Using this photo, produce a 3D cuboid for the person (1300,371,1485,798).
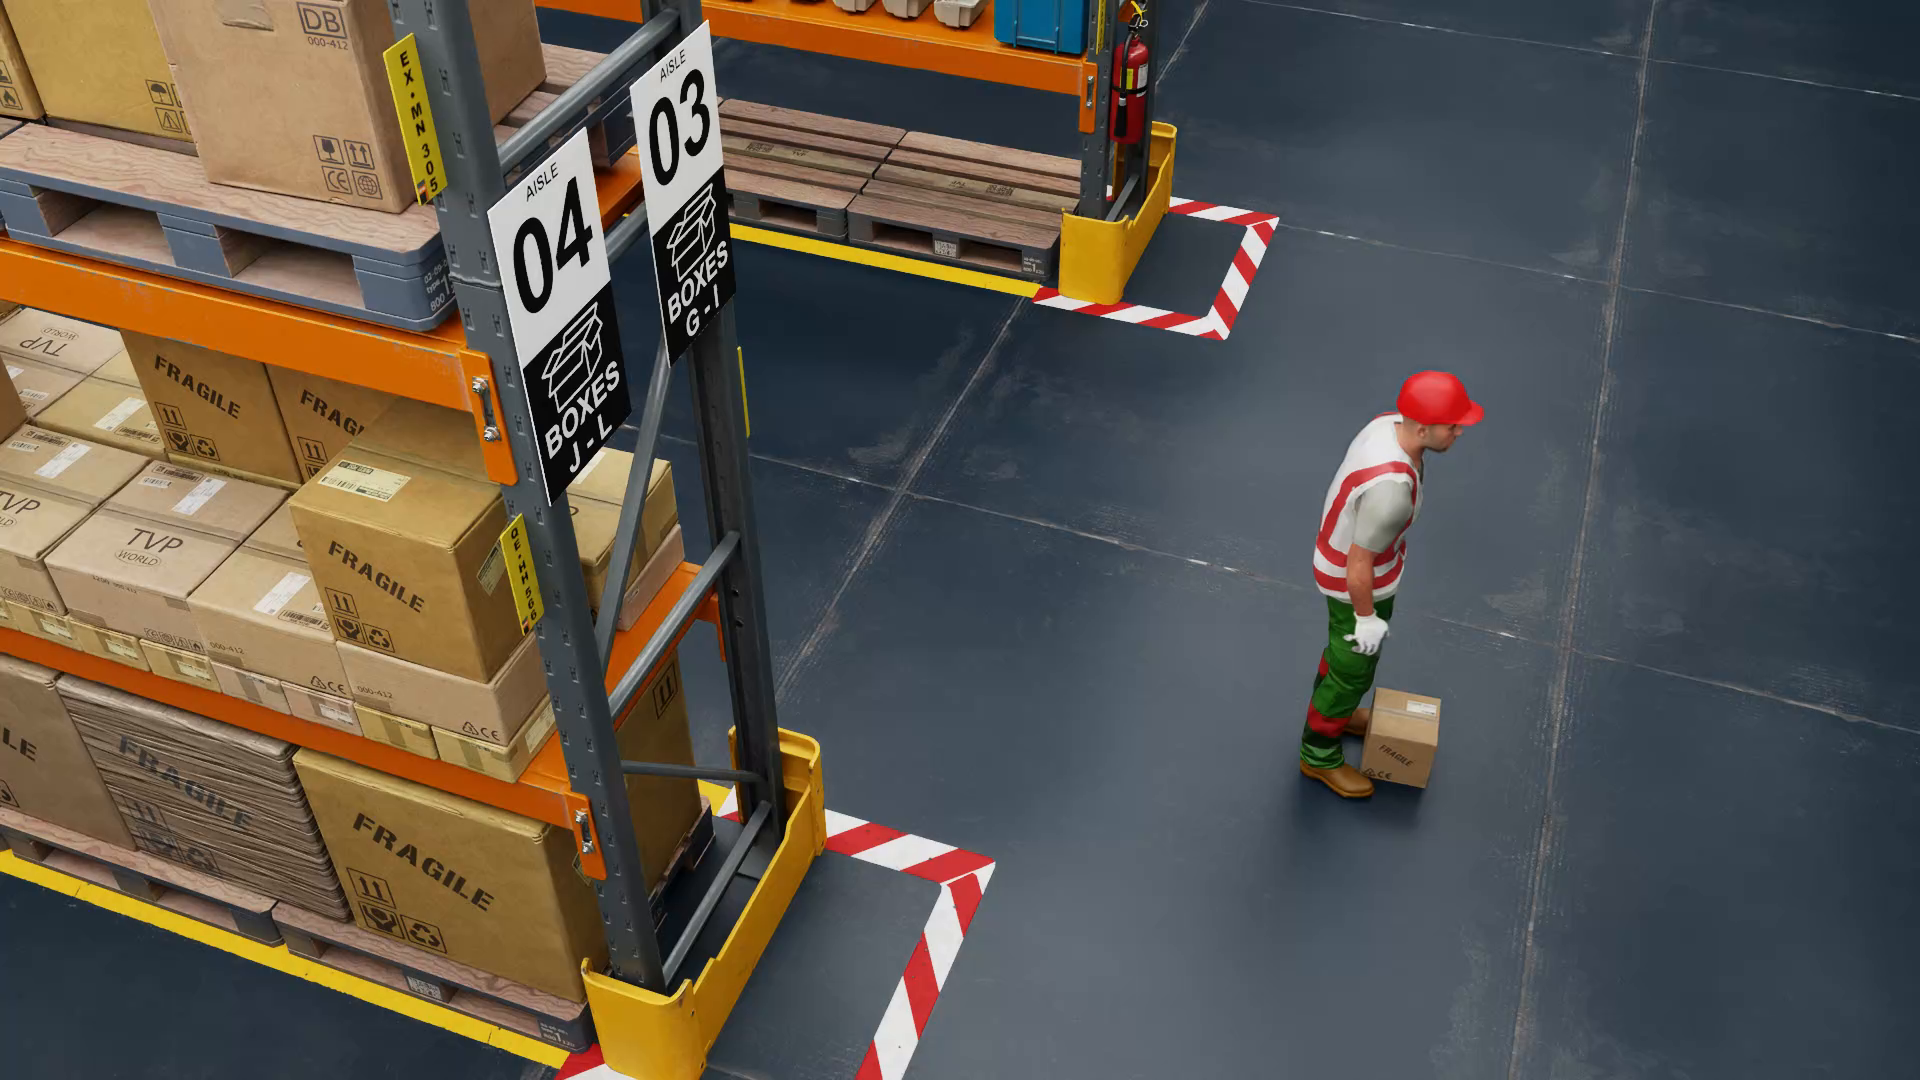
[{"bbox_3d":[1.496,0.135,5.993,0.456,1.778,0.617,13,43,14],"label":"person"}]
